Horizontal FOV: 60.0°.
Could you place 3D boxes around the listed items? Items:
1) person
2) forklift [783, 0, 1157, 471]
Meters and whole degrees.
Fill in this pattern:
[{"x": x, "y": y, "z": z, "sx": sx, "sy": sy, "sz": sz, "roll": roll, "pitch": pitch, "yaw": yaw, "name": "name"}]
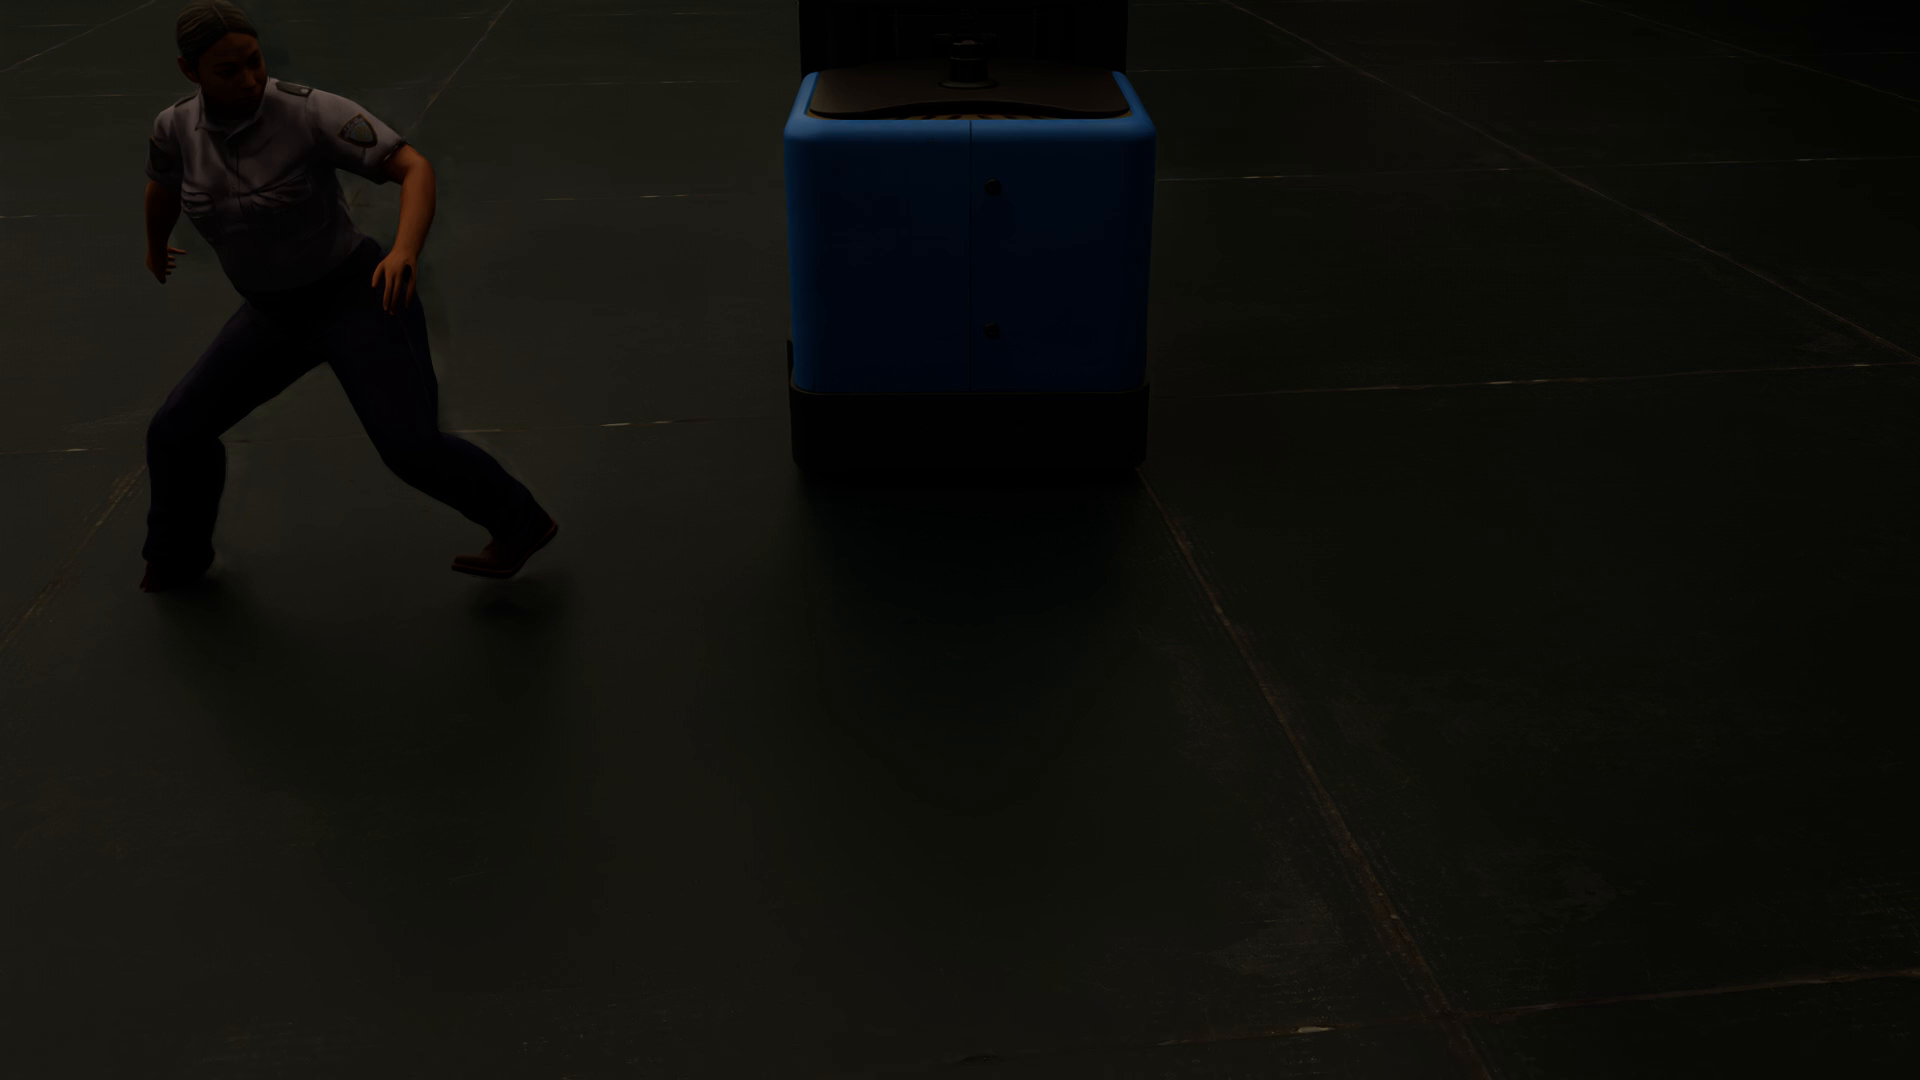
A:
[{"x": -1.643, "y": -0.515, "z": 4.078, "sx": 1.087, "sy": 1.595, "sz": 0.523, "roll": 8, "pitch": 27, "yaw": 16, "name": "person"}, {"x": 0.007, "y": -2.116, "z": 5.619, "sx": 1.130, "sy": 2.935, "sz": 3.031, "roll": 0, "pitch": 26, "yaw": -1, "name": "forklift"}]
